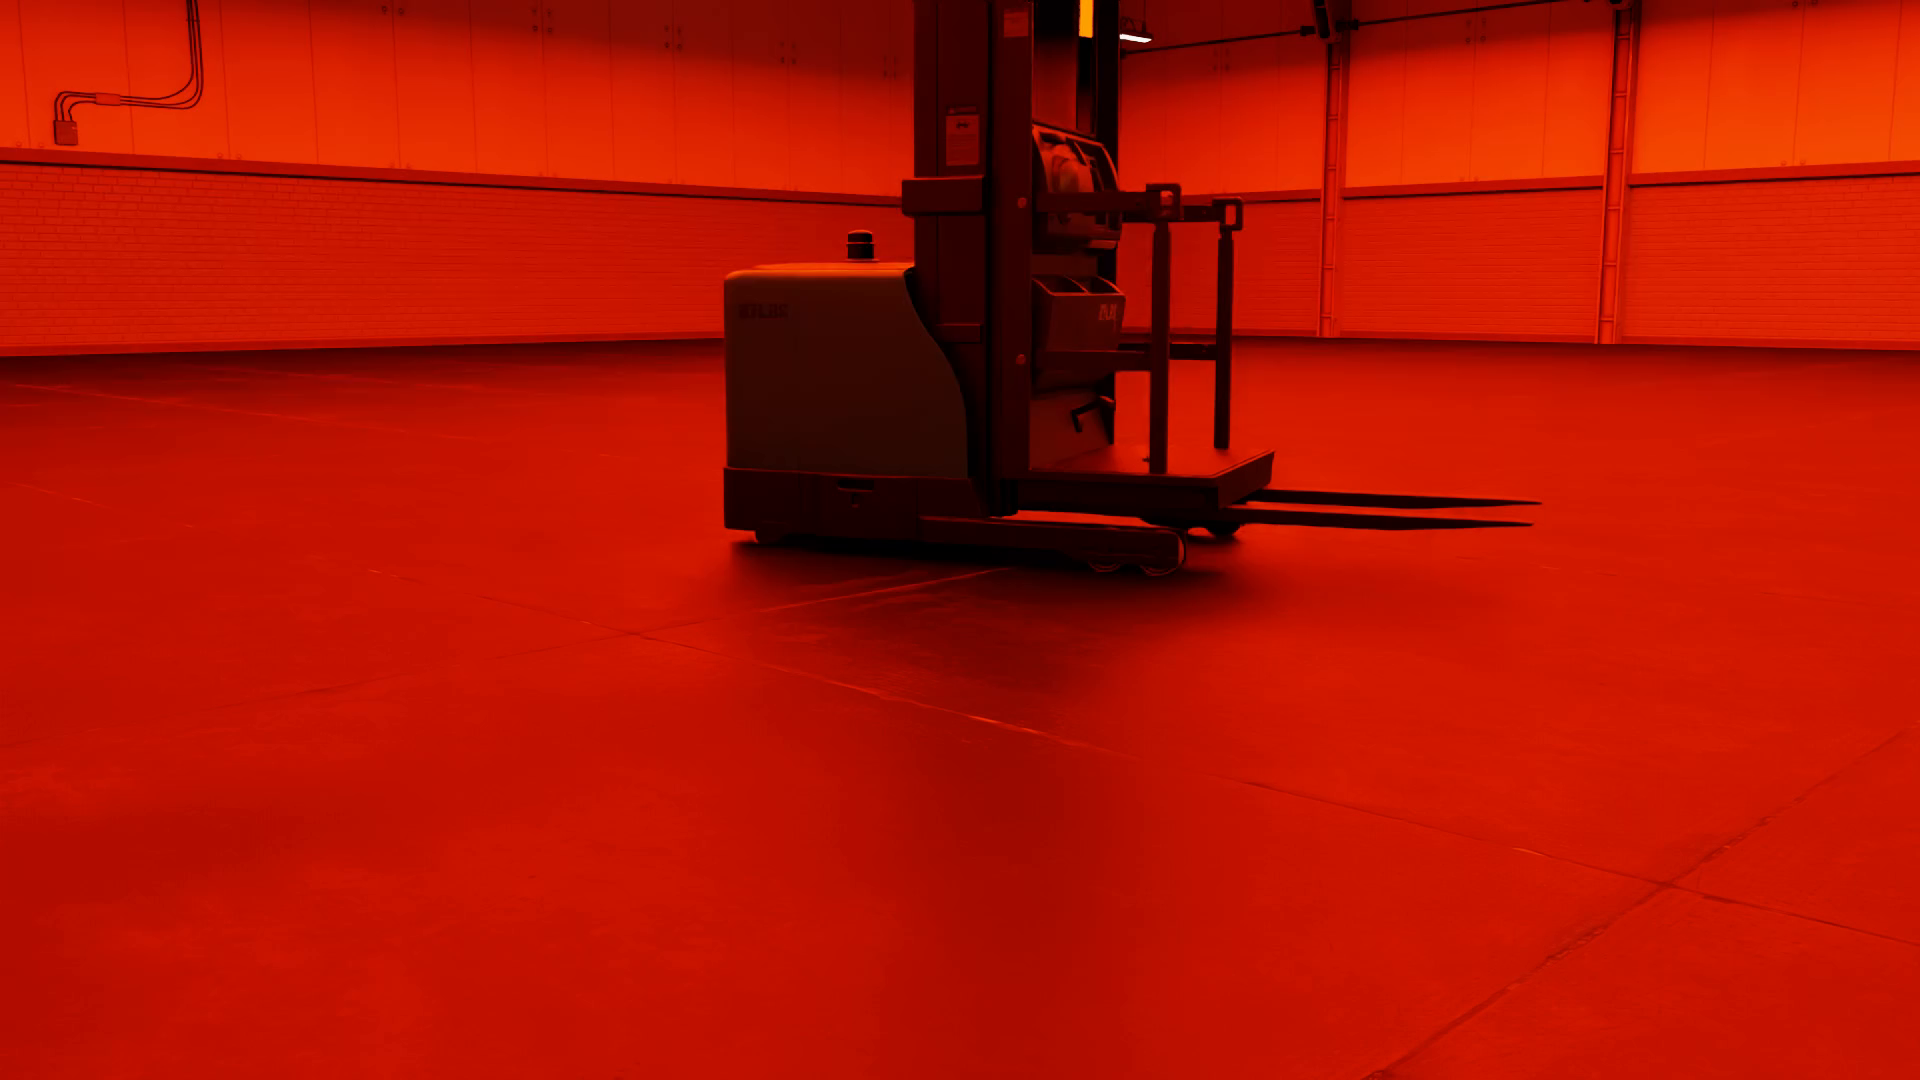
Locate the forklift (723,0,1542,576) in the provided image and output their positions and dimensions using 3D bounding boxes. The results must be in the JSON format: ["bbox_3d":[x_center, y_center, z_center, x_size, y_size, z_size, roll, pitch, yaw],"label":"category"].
[{"bbox_3d":[0.635,-1.412,6.248,3.031,2.935,1.130,3,9,22],"label":"forklift"}]
